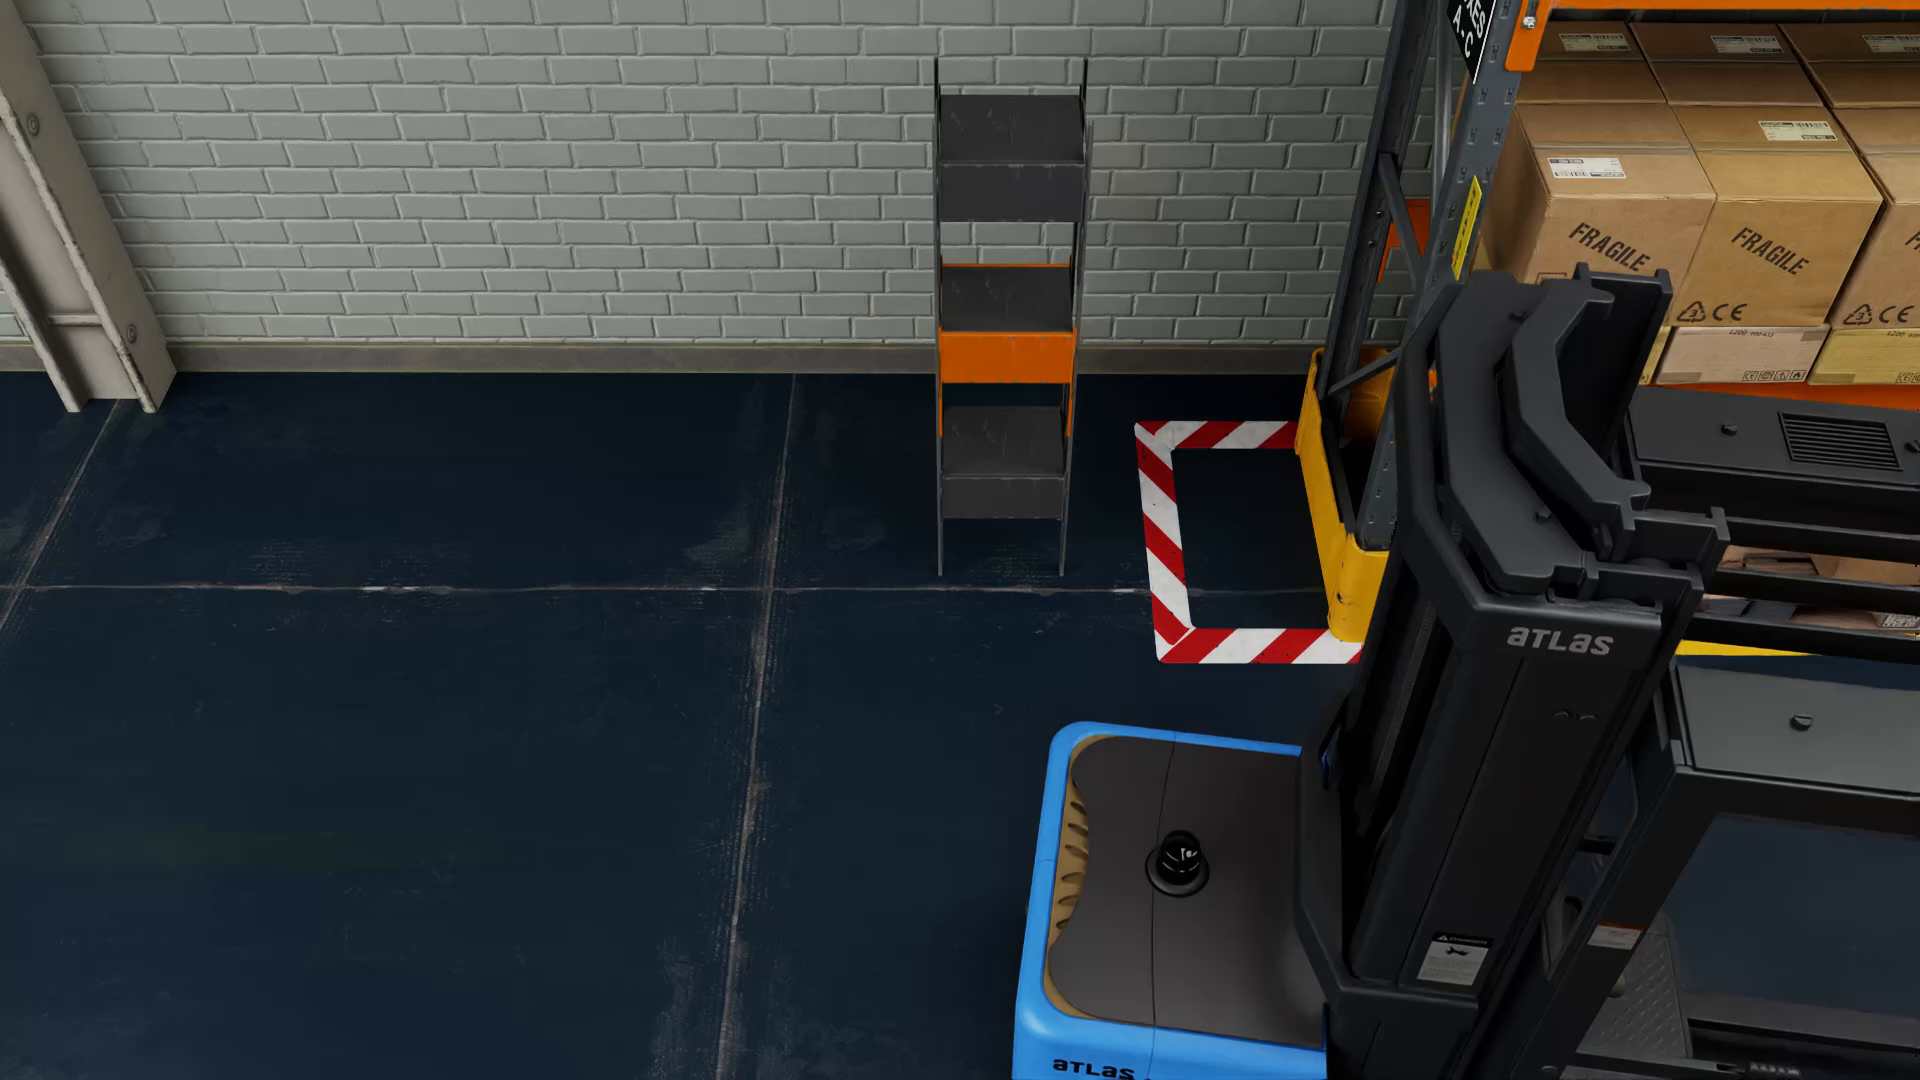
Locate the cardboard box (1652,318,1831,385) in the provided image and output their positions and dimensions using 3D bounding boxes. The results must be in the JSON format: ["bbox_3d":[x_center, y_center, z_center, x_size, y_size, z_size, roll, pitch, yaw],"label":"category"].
[{"bbox_3d":[2.551,-0.784,5.600,0.500,0.250,0.500,-1,47,-1],"label":"cardboard box"}]

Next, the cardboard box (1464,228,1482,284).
[{"bbox_3d":[2.013,-1.149,5.940,0.500,0.250,0.500,1,47,1],"label":"cardboard box"}]

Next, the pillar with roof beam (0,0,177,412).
[{"bbox_3d":[-3.768,-0.593,1.235,0.400,9.000,9.100,0,47,0],"label":"pillar with roof beam"}]

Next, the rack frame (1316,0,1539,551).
[{"bbox_3d":[1.545,-1.053,5.761,0.127,3.000,1.000,0,47,0],"label":"rack frame"}]

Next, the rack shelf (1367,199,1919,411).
[{"bbox_3d":[3.545,-0.802,6.020,4.000,0.370,1.077,0,47,0],"label":"rack shelf"}]

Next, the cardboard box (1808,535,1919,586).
[{"bbox_3d":[3.540,-0.243,6.415,0.500,0.500,0.700,-3,47,-2],"label":"cardboard box"}]

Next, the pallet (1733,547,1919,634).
[{"bbox_3d":[3.650,-0.069,6.751,1.213,0.211,1.003,0,47,0],"label":"pallet"}]

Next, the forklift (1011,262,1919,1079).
[{"bbox_3d":[1.691,0.763,4.118,3.031,2.935,1.130,6,47,6],"label":"forklift"}]

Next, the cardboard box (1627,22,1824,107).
[{"bbox_3d":[2.520,-1.410,5.670,0.500,0.500,0.500,1,47,1],"label":"cardboard box"}]

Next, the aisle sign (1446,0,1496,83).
[{"bbox_3d":[1.472,-1.719,4.606,0.004,0.787,0.394,0,47,0],"label":"aisle sign"}]

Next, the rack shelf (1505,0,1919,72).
[{"bbox_3d":[3.545,-1.824,4.922,4.000,0.370,1.077,0,47,0],"label":"rack shelf"}]

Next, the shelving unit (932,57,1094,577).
[{"bbox_3d":[0.166,-0.715,6.062,0.503,2.100,0.431,0,47,0],"label":"shelving unit"}]

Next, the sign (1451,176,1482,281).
[{"bbox_3d":[1.543,-0.951,5.075,0.005,0.325,0.100,0,47,0],"label":"sign"}]

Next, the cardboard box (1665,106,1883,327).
[{"bbox_3d":[2.515,-1.034,5.321,0.500,0.500,0.500,0,47,0],"label":"cardboard box"}]

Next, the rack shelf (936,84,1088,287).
[{"bbox_3d":[0.166,-1.183,5.559,0.480,0.518,0.431,0,47,0],"label":"rack shelf"}]

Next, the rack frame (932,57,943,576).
[{"bbox_3d":[-0.078,-0.716,6.062,0.015,2.100,0.400,0,47,0],"label":"rack frame"}]

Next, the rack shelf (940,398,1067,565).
[{"bbox_3d":[0.166,-0.229,6.584,0.480,0.518,0.431,0,47,0],"label":"rack shelf"}]

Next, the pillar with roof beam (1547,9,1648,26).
[{"bbox_3d":[2.232,-0.577,1.220,0.400,9.000,9.100,0,47,0],"label":"pillar with roof beam"}]

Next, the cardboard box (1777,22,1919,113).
[{"bbox_3d":[3.037,-1.411,5.672,0.500,0.500,0.500,-1,47,-1],"label":"cardboard box"}]

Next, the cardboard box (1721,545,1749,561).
[{"bbox_3d":[2.806,-0.217,6.520,0.500,0.311,0.500,4,47,3],"label":"cardboard box"}]

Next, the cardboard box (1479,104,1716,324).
[{"bbox_3d":[2.021,-1.043,5.329,0.500,0.500,0.500,0,47,0],"label":"cardboard box"}]

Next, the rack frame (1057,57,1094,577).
[{"bbox_3d":[0.410,-0.714,6.061,0.015,2.100,0.400,0,47,0],"label":"rack frame"}]

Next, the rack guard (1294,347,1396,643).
[{"bbox_3d":[1.621,-0.201,6.676,0.348,0.500,1.175,0,47,0],"label":"rack guard"}]

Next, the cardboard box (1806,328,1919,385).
[{"bbox_3d":[3.060,-0.778,5.595,0.500,0.250,0.500,-1,47,0],"label":"cardboard box"}]

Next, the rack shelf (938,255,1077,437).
[{"bbox_3d":[0.166,-0.706,6.072,0.480,0.518,0.431,0,47,0],"label":"rack shelf"}]

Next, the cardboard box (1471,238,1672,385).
[{"bbox_3d":[2.031,-0.775,5.592,0.500,0.250,0.500,-1,47,-1],"label":"cardboard box"}]

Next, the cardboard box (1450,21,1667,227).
[{"bbox_3d":[2.017,-1.418,5.678,0.500,0.500,0.500,0,47,0],"label":"cardboard box"}]

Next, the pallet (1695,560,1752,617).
[{"bbox_3d":[2.433,-0.074,6.756,1.213,0.211,1.003,0,47,0],"label":"pallet"}]

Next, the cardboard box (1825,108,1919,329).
[{"bbox_3d":[3.032,-1.028,5.315,0.500,0.500,0.500,-1,47,-1],"label":"cardboard box"}]
